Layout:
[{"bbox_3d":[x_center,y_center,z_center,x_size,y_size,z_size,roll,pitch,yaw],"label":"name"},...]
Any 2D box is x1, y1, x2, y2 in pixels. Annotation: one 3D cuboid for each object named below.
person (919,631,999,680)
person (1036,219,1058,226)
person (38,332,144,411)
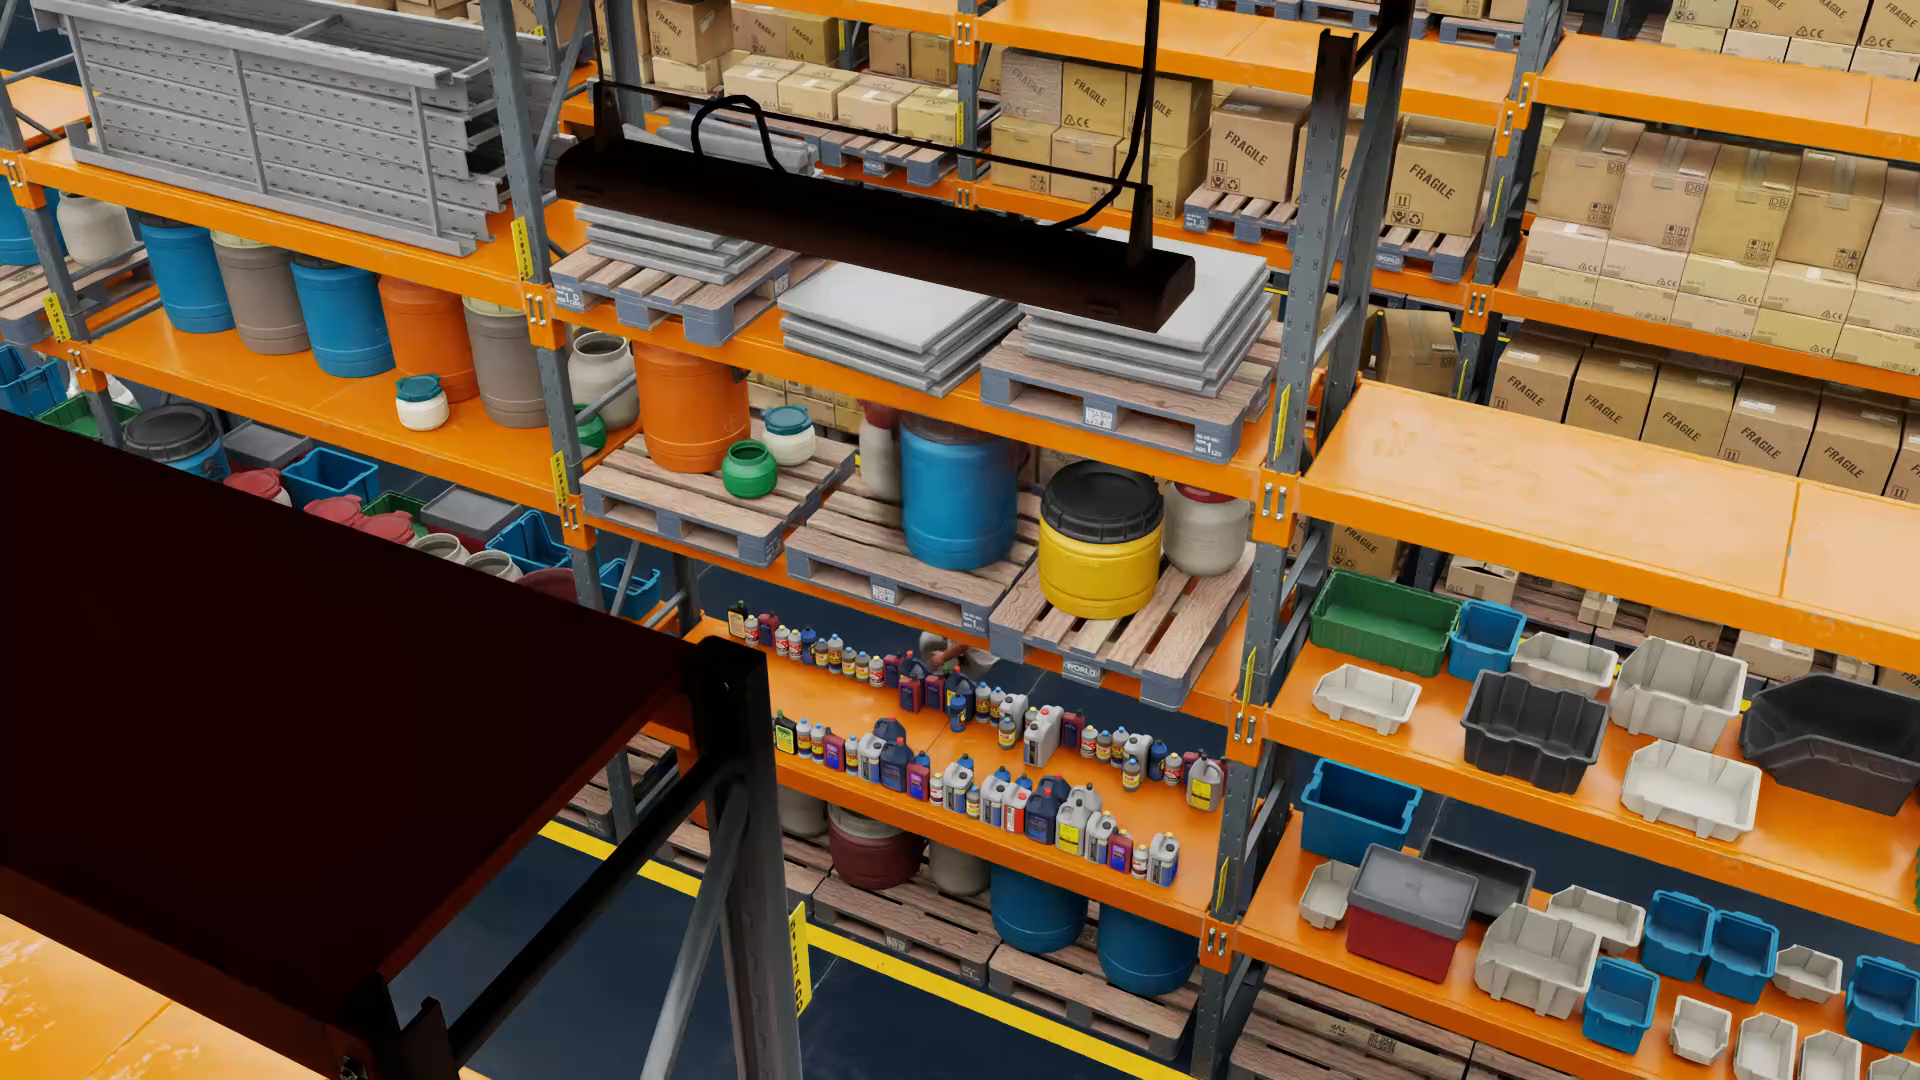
[{"bbox_3d":[-0.044,0.622,11.194,0.752,1.560,0.566,11,36,15],"label":"person"},{"bbox_3d":[0.826,-2.301,15.636,0.967,1.710,0.562,10,36,14],"label":"person"},{"bbox_3d":[-7.979,-1.791,14.860,1.038,1.731,0.562,-2,35,-3],"label":"person"}]
